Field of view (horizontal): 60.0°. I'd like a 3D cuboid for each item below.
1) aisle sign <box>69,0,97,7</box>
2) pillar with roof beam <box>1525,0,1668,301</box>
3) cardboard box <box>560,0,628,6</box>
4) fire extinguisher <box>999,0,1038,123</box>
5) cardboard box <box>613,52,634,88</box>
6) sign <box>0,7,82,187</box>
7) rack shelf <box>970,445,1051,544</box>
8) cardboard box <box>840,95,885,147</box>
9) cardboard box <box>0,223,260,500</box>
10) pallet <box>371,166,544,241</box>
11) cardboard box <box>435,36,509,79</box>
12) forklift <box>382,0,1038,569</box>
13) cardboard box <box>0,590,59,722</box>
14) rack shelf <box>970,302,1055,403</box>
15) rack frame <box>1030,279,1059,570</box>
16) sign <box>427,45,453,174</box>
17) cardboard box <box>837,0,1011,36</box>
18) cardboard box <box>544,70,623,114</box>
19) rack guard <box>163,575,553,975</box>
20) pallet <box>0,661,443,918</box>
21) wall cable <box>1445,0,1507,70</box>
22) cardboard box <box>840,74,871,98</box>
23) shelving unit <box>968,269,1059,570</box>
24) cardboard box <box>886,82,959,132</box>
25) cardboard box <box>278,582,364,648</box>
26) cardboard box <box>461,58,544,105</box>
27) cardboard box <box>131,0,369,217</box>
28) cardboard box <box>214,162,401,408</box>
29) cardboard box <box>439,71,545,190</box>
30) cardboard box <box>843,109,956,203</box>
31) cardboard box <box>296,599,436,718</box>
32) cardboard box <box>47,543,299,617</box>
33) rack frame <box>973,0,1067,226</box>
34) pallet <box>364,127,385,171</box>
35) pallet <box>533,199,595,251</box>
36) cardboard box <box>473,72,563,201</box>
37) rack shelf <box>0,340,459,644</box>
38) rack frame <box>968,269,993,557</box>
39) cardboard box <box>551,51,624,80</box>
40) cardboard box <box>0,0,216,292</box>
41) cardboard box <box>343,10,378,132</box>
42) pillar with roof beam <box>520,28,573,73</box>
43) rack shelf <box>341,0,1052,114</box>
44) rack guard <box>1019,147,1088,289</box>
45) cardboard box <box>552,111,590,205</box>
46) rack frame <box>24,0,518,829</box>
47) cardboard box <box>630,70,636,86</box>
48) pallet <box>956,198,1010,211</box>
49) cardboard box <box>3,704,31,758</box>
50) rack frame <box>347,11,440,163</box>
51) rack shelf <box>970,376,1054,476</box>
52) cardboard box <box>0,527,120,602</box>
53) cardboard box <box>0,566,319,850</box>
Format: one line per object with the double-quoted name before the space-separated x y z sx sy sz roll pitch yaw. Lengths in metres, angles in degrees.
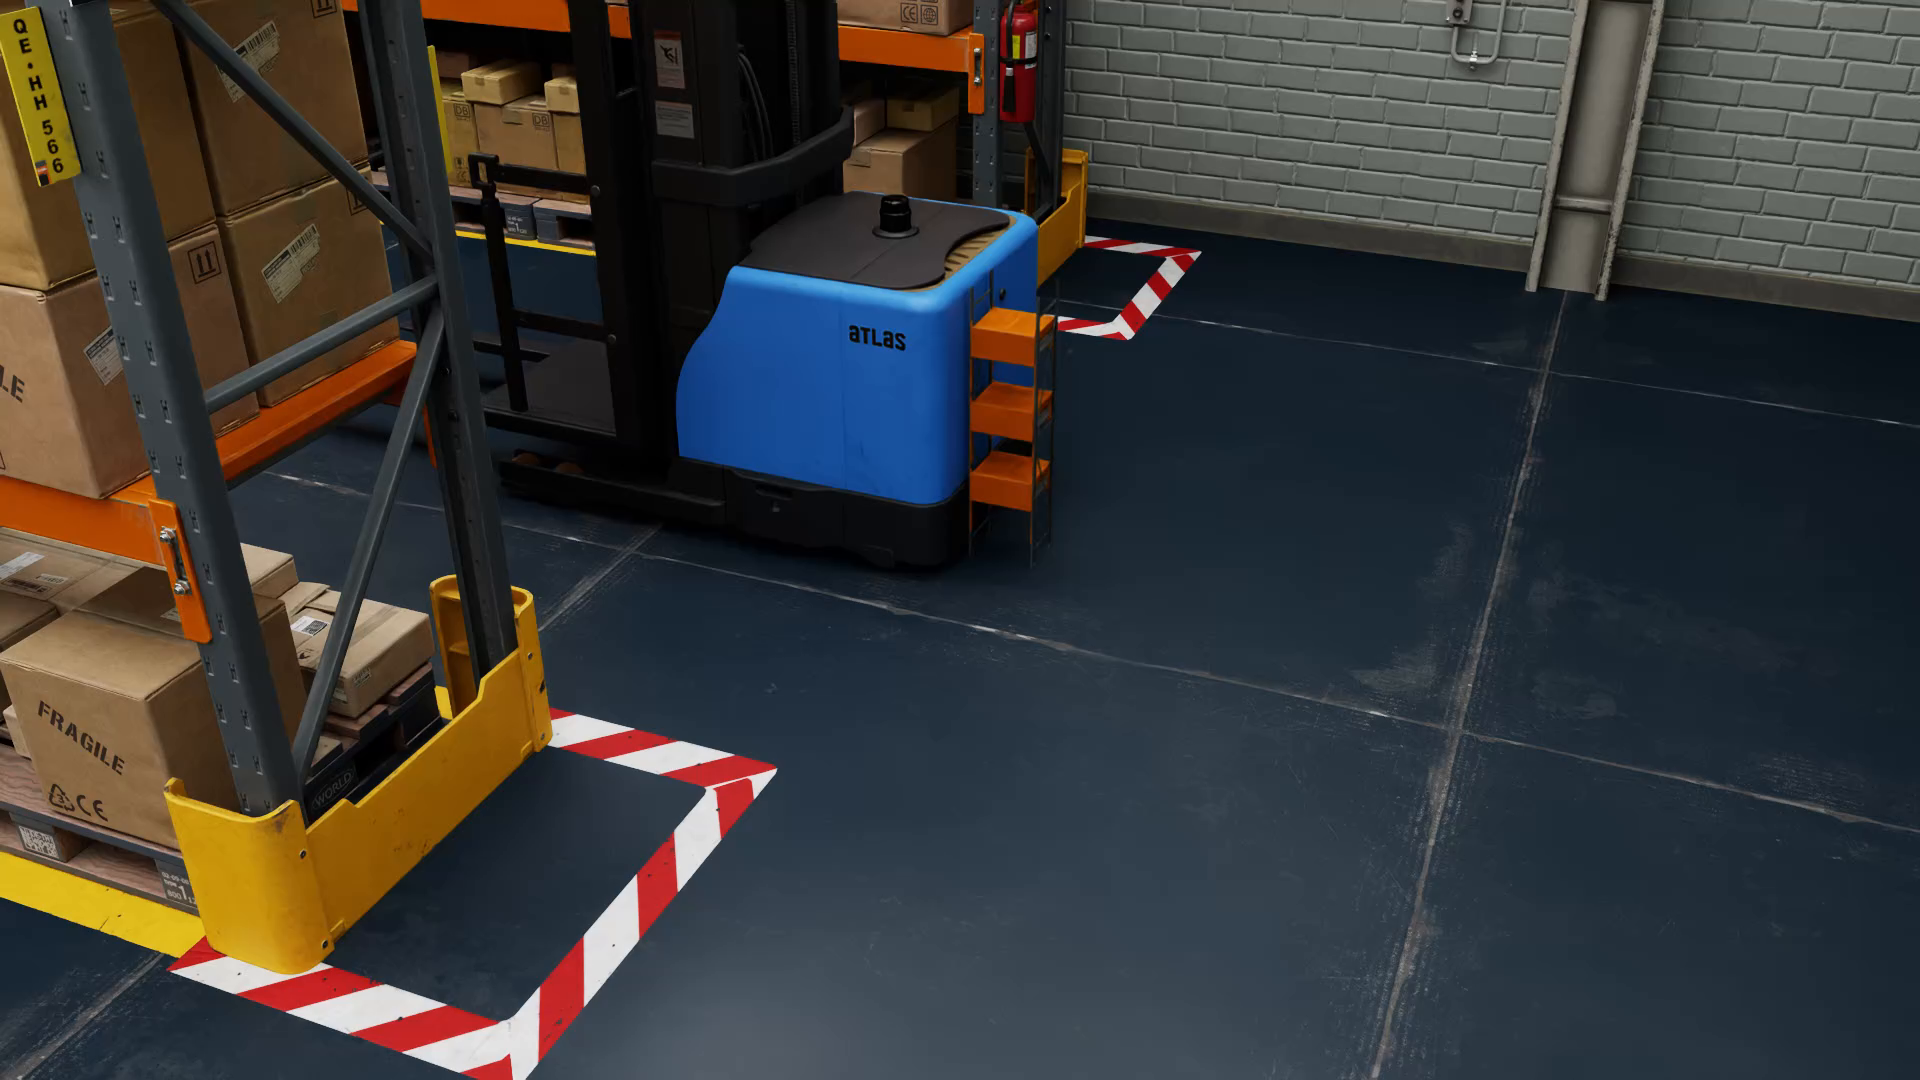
"aisle sign" -1.606 -1.442 3.111 0.004 0.787 0.394 11 31 19
"pillar with roof beam" 1.513 -3.265 2.882 0.400 9.000 9.100 11 31 19
"cardboard box" -1.553 -3.217 8.588 0.700 0.700 0.980 10 31 17
"fire extinguisher" 0.271 -2.287 7.706 0.183 0.674 0.296 11 31 19
"cardboard box" -1.840 -2.579 9.219 0.250 0.149 0.380 12 31 20
"sign" -1.782 -0.855 3.216 0.005 0.325 0.100 11 31 19
"rack shelf" 0.186 -0.166 6.064 0.240 0.259 0.215 12 32 20
"cardboard box" -0.569 -2.123 8.413 0.250 0.149 0.380 11 31 19
"cardboard box" -2.072 -0.465 3.922 0.500 0.500 0.500 12 32 21
"pallet" -2.727 -2.072 9.700 1.213 0.211 1.003 11 31 19
"cardboard box" -2.807 -2.771 9.559 0.250 0.149 0.380 11 31 19
"forklift" -1.257 -1.634 6.163 3.031 2.935 1.130 12 32 20
"cardboard box" -3.020 0.365 4.903 0.500 0.250 0.500 11 31 19
"rack shelf" 0.186 -0.655 5.787 0.240 0.259 0.215 12 32 20
"rack frame" 0.298 -0.394 5.880 0.008 1.050 0.200 12 32 20
"sign" -1.351 -1.087 4.245 0.005 0.325 0.100 11 31 19
"cardboard box" -0.172 -2.942 8.102 0.700 0.700 0.980 13 32 21
"cardboard box" -2.015 -2.411 8.921 0.250 0.149 0.380 10 31 18
"rack guard" -1.625 0.612 4.660 0.348 0.500 1.175 11 31 19
"pallet" -2.364 0.591 4.991 1.213 0.211 1.003 11 31 19
"wall cable" 1.847 -3.359 8.111 1.851 1.984 0.084 11 31 19
"cardboard box" -0.660 -2.344 8.803 0.250 0.149 0.380 11 31 19
"shelving unit" 0.186 -0.418 5.922 0.252 1.050 0.215 12 32 20
"cardboard box" -0.191 -2.251 8.638 0.250 0.149 0.380 12 31 19
"cardboard box" -2.045 0.299 5.105 0.250 0.166 0.380 11 31 19
"cardboard box" -2.499 -2.507 9.092 0.250 0.149 0.380 12 32 21
"cardboard box" -1.867 -1.144 4.107 0.500 0.500 0.500 12 32 21
"cardboard box" -1.867 -0.708 4.353 0.500 0.500 0.500 12 32 20
"cardboard box" -2.748 -2.371 9.511 0.500 0.500 0.700 12 32 20
"cardboard box" -0.382 -1.900 8.677 0.500 0.500 0.700 11 31 19
"cardboard box" -1.813 0.353 5.027 0.250 0.149 0.380 11 31 19
"cardboard box" -2.415 0.221 5.159 0.500 0.250 0.500 11 31 19
"rack frame" 0.305 -2.722 8.017 0.127 3.000 1.000 11 31 19
"pallet" -4.145 -2.356 10.204 1.213 0.211 1.003 11 31 19
"pallet" -1.592 -1.847 9.302 1.213 0.211 1.003 11 31 19
"cardboard box" -2.283 -2.277 9.343 0.500 0.500 0.700 11 31 19
"rack shelf" -3.408 -0.519 4.851 4.000 0.370 1.077 11 31 19
"rack frame" 0.074 -0.441 5.963 0.008 1.050 0.200 12 32 20
"cardboard box" -2.074 -2.626 9.302 0.250 0.149 0.380 10 31 18
"cardboard box" -2.070 -0.898 3.673 0.500 0.500 0.500 11 31 19
"cardboard box" -4.053 -2.770 9.860 0.750 0.750 0.750 12 32 20
"pillar with roof beam" -4.047 -4.376 4.846 0.400 9.000 9.100 11 31 19
"rack shelf" -1.549 -2.779 8.849 4.000 0.370 1.077 11 31 19
"rack guard" 0.327 -1.629 8.624 0.348 0.500 1.175 11 31 19
"cardboard box" -1.809 -2.181 9.174 0.500 0.500 0.700 12 32 20
"rack frame" -1.554 -0.462 4.020 0.127 3.000 1.000 11 31 19
"cardboard box" -1.601 -2.532 9.135 0.250 0.149 0.380 11 31 18
"pallet" -0.466 -1.620 8.902 1.213 0.211 1.003 11 31 19
"cardboard box" -2.492 0.475 4.793 0.250 0.166 0.380 11 31 19
"rack frame" -3.402 -3.462 9.326 0.127 3.000 1.000 11 31 19
"rack shelf" 0.186 -0.408 5.927 0.240 0.259 0.215 12 32 20
"cardboard box" -2.878 0.128 5.322 0.500 0.250 0.500 11 31 19
"cardboard box" -2.151 0.446 4.506 0.500 0.500 0.500 11 31 19
